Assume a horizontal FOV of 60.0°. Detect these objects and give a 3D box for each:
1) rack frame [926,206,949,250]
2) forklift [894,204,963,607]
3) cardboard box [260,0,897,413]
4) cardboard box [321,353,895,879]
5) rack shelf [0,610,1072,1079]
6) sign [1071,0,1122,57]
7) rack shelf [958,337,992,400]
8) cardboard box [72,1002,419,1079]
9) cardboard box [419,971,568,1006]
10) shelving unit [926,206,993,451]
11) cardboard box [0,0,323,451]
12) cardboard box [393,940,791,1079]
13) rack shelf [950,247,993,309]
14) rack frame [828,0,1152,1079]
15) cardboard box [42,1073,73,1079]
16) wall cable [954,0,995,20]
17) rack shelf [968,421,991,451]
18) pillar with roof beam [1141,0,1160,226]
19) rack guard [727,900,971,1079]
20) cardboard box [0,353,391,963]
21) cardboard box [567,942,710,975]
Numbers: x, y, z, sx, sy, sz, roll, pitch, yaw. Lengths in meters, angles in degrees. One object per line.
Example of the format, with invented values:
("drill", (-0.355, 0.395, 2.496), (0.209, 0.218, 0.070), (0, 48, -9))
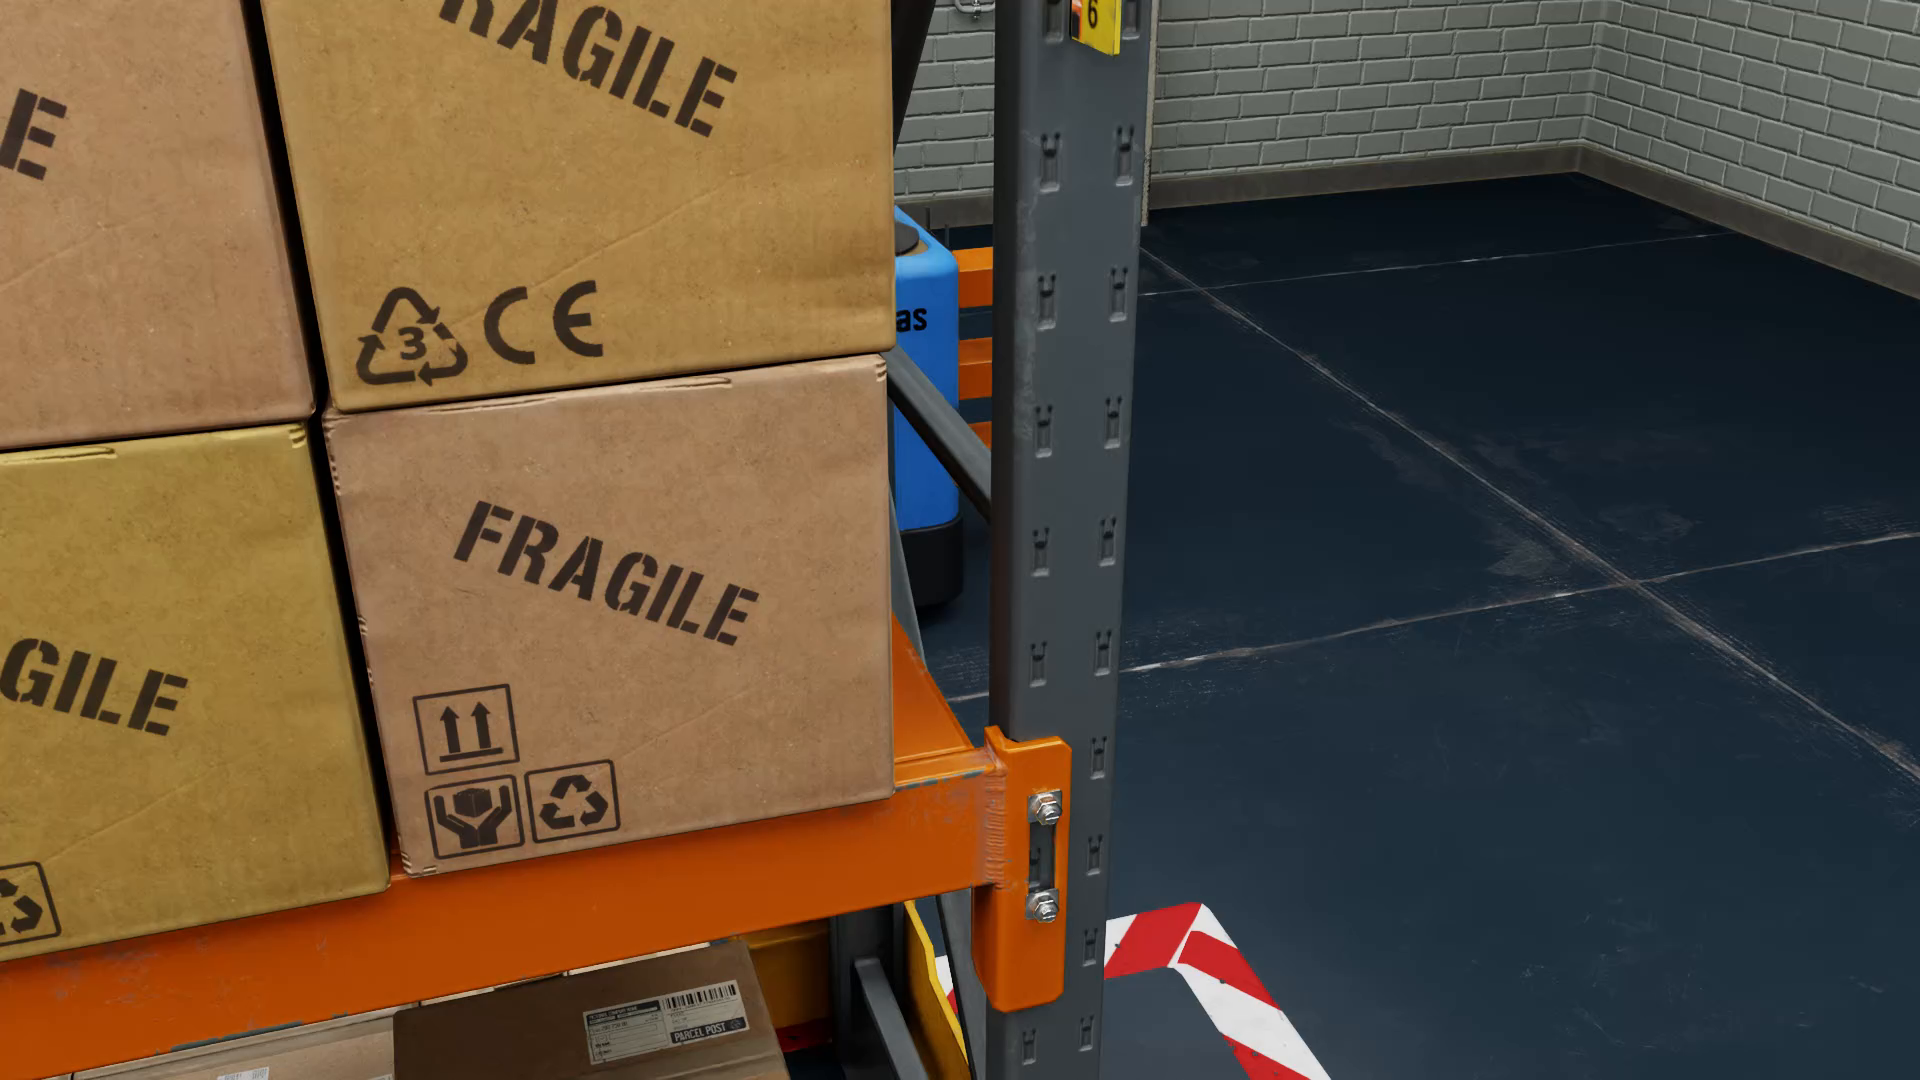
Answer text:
("rack frame", (-0.065, -0.461, 4.998), (0.008, 1.050, 0.200), (-8, 28, -16))
("forklift", (-1.565, -1.084, 4.137), (3.031, 2.935, 1.130), (-9, 28, -17))
("cardboard box", (-0.374, -0.469, 1.584), (0.500, 0.500, 0.500), (-8, 28, -17))
("cardboard box", (-0.377, -0.022, 1.808), (0.500, 0.500, 0.500), (-7, 27, -15))
("rack shelf", (-1.937, 0.444, 1.791), (4.000, 0.370, 1.077), (-8, 28, -16))
("sign", (0.117, -0.576, 1.380), (0.005, 0.325, 0.100), (-8, 28, -16))
("rack shelf", (0.051, -0.468, 5.036), (0.240, 0.259, 0.215), (-8, 28, -16))
("cardboard box", (-1.116, 0.905, 2.652), (0.500, 0.250, 0.500), (-8, 28, -16))
("cardboard box", (-0.778, 0.865, 2.826), (0.250, 0.166, 0.380), (-8, 28, -16))
("shelving unit", (0.051, -0.478, 5.031), (0.252, 1.050, 0.215), (-8, 28, -16))
("cardboard box", (-0.854, -0.399, 1.443), (0.500, 0.500, 0.500), (-7, 27, -15))
("cardboard box", (-0.476, 0.948, 2.284), (0.500, 0.500, 0.500), (-8, 28, -16))
("rack shelf", (0.051, -0.722, 4.910), (0.240, 0.259, 0.215), (-8, 28, -16))
("rack frame", (-0.036, -0.154, 2.186), (0.127, 3.000, 1.000), (-8, 28, -16))
("cardboard box", (-1.591, 0.973, 2.513), (0.500, 0.250, 0.500), (-8, 28, -16))
("wall cable", (-0.648, -3.279, 7.339), (1.851, 1.984, 0.084), (-8, 28, -16))
("rack shelf", (0.051, -0.219, 5.160), (0.240, 0.259, 0.215), (-8, 28, -16))
("pillar with roof beam", (2.059, -3.852, 2.889), (0.400, 9.000, 9.100), (-8, 28, -16))
("rack guard", (-0.108, 0.976, 2.721), (0.348, 0.500, 1.175), (-8, 28, -16))
("cardboard box", (-0.869, 0.051, 1.661), (0.500, 0.500, 0.500), (-8, 28, -16))
("cardboard box", (-0.540, 0.839, 2.899), (0.250, 0.149, 0.380), (-8, 28, -16))
